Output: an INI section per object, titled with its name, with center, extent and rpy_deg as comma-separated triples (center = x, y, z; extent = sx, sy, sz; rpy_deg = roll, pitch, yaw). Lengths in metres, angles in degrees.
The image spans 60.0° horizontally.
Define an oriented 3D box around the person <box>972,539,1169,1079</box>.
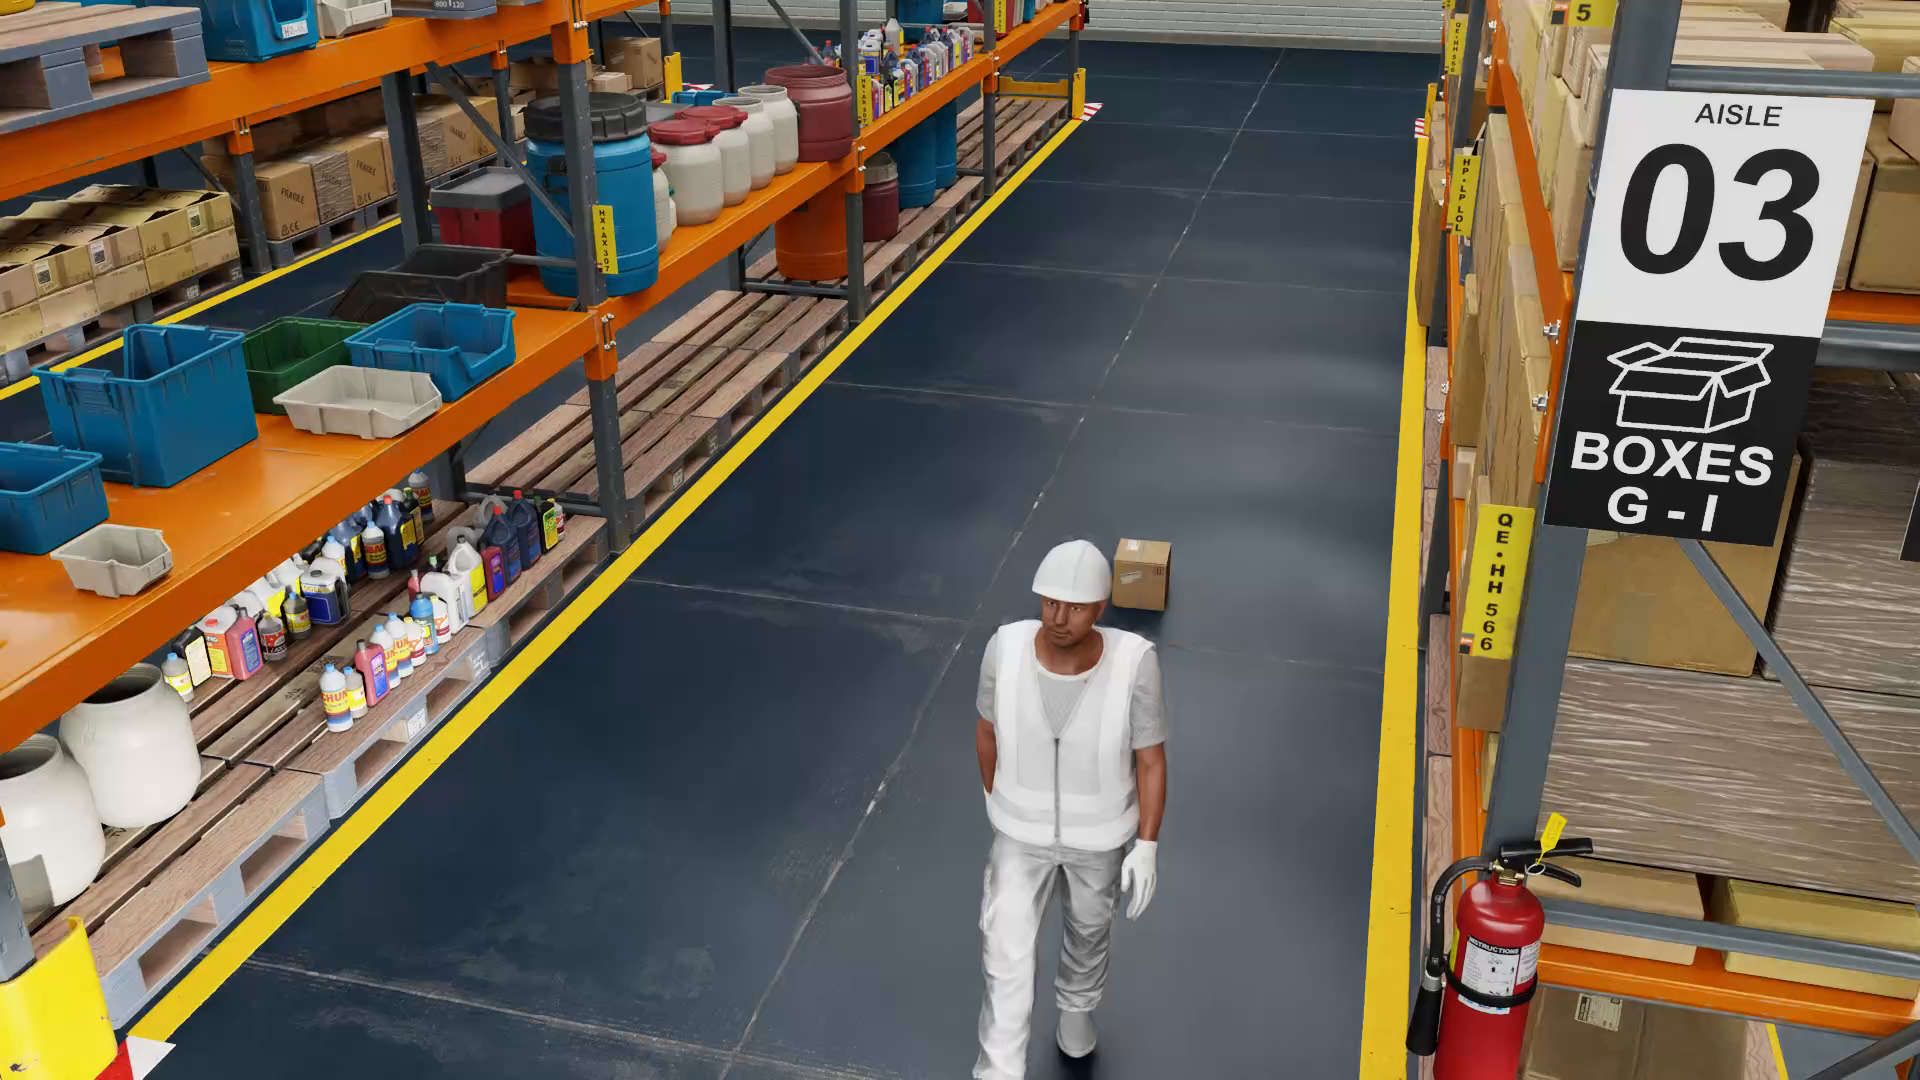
[person]
center = 0.290, 0.879, 4.704
extent = 0.560, 1.798, 0.794
rpy_deg = 4, 25, 8
